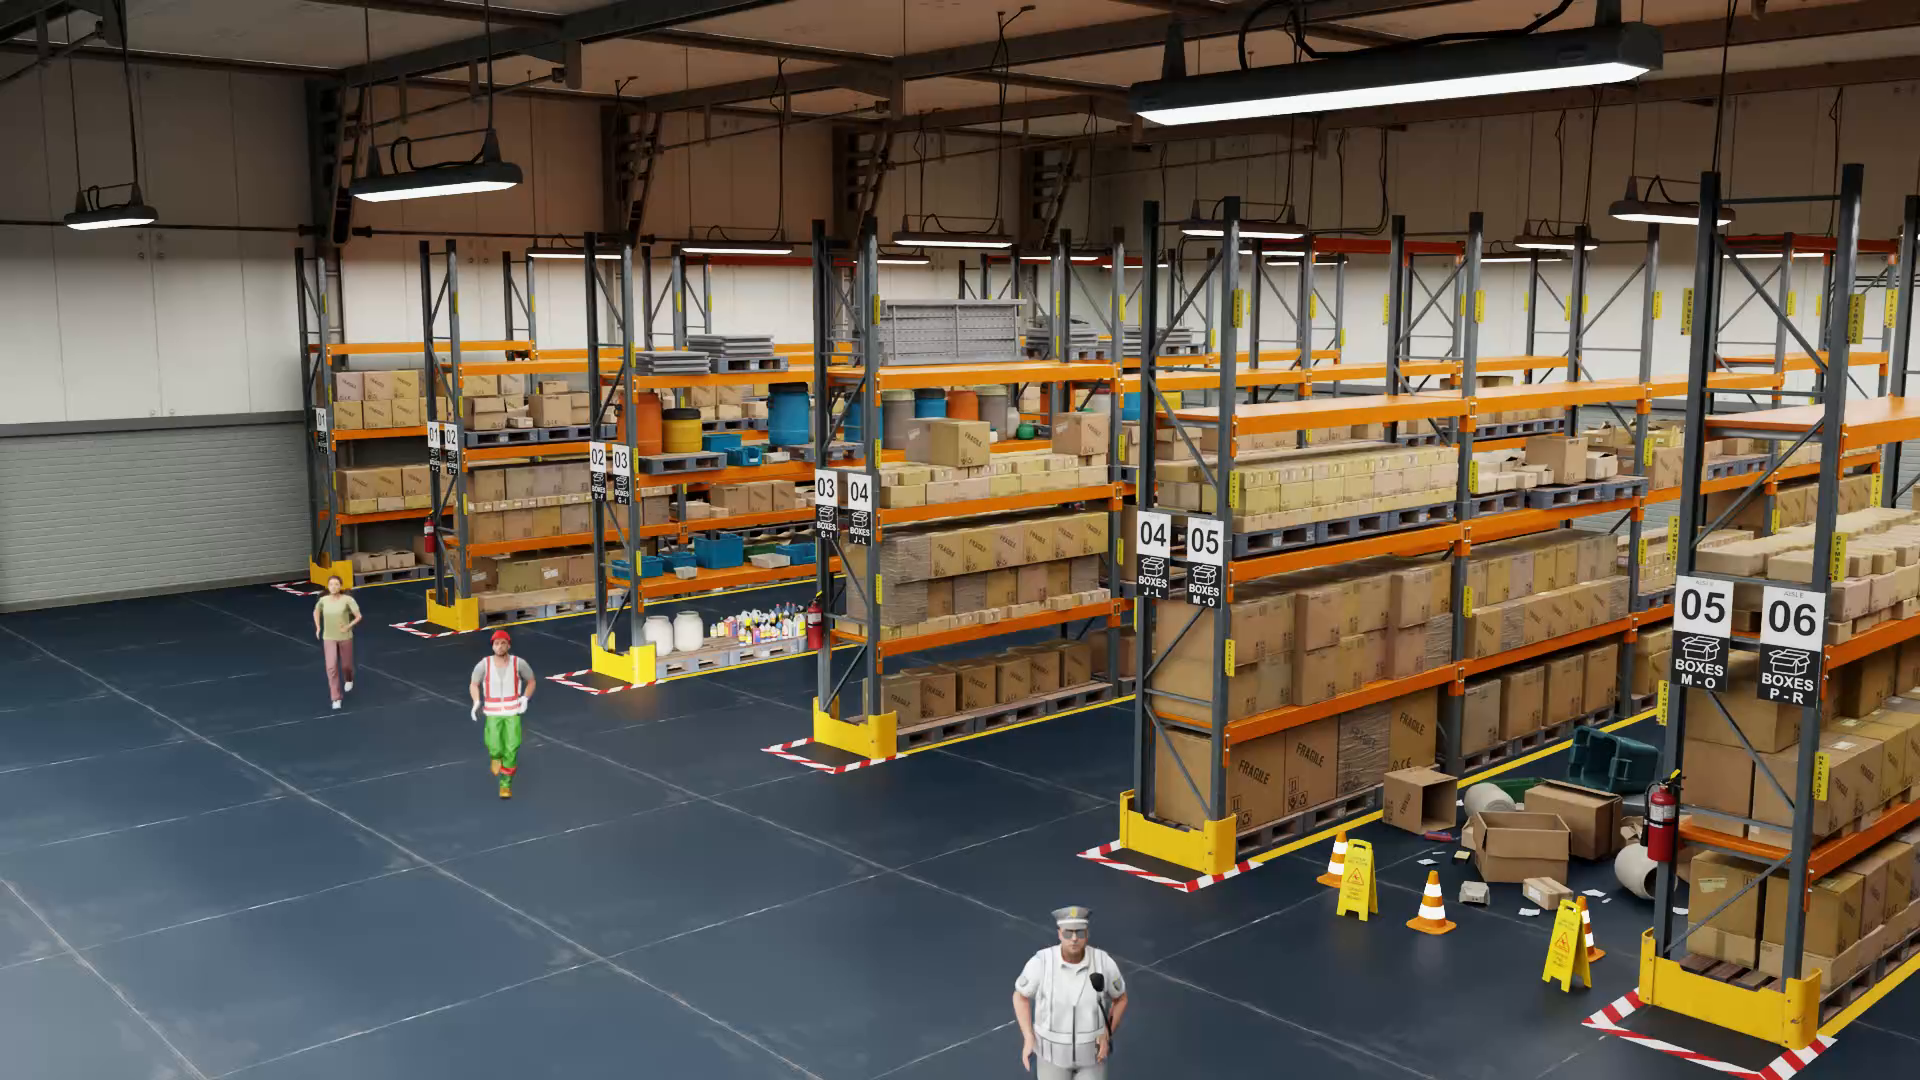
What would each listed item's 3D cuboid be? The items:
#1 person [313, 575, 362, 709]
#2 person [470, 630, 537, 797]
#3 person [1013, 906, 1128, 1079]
[{"bbox_3d":[-7.896,1.253,21.111,0.605,1.646,0.906,-2,9,-12],"label":"person"},{"bbox_3d":[-4.743,1.793,17.315,0.672,1.741,0.592,-2,9,-14],"label":"person"},{"bbox_3d":[0.644,2.927,9.599,0.665,1.746,0.603,0,8,-2],"label":"person"}]
